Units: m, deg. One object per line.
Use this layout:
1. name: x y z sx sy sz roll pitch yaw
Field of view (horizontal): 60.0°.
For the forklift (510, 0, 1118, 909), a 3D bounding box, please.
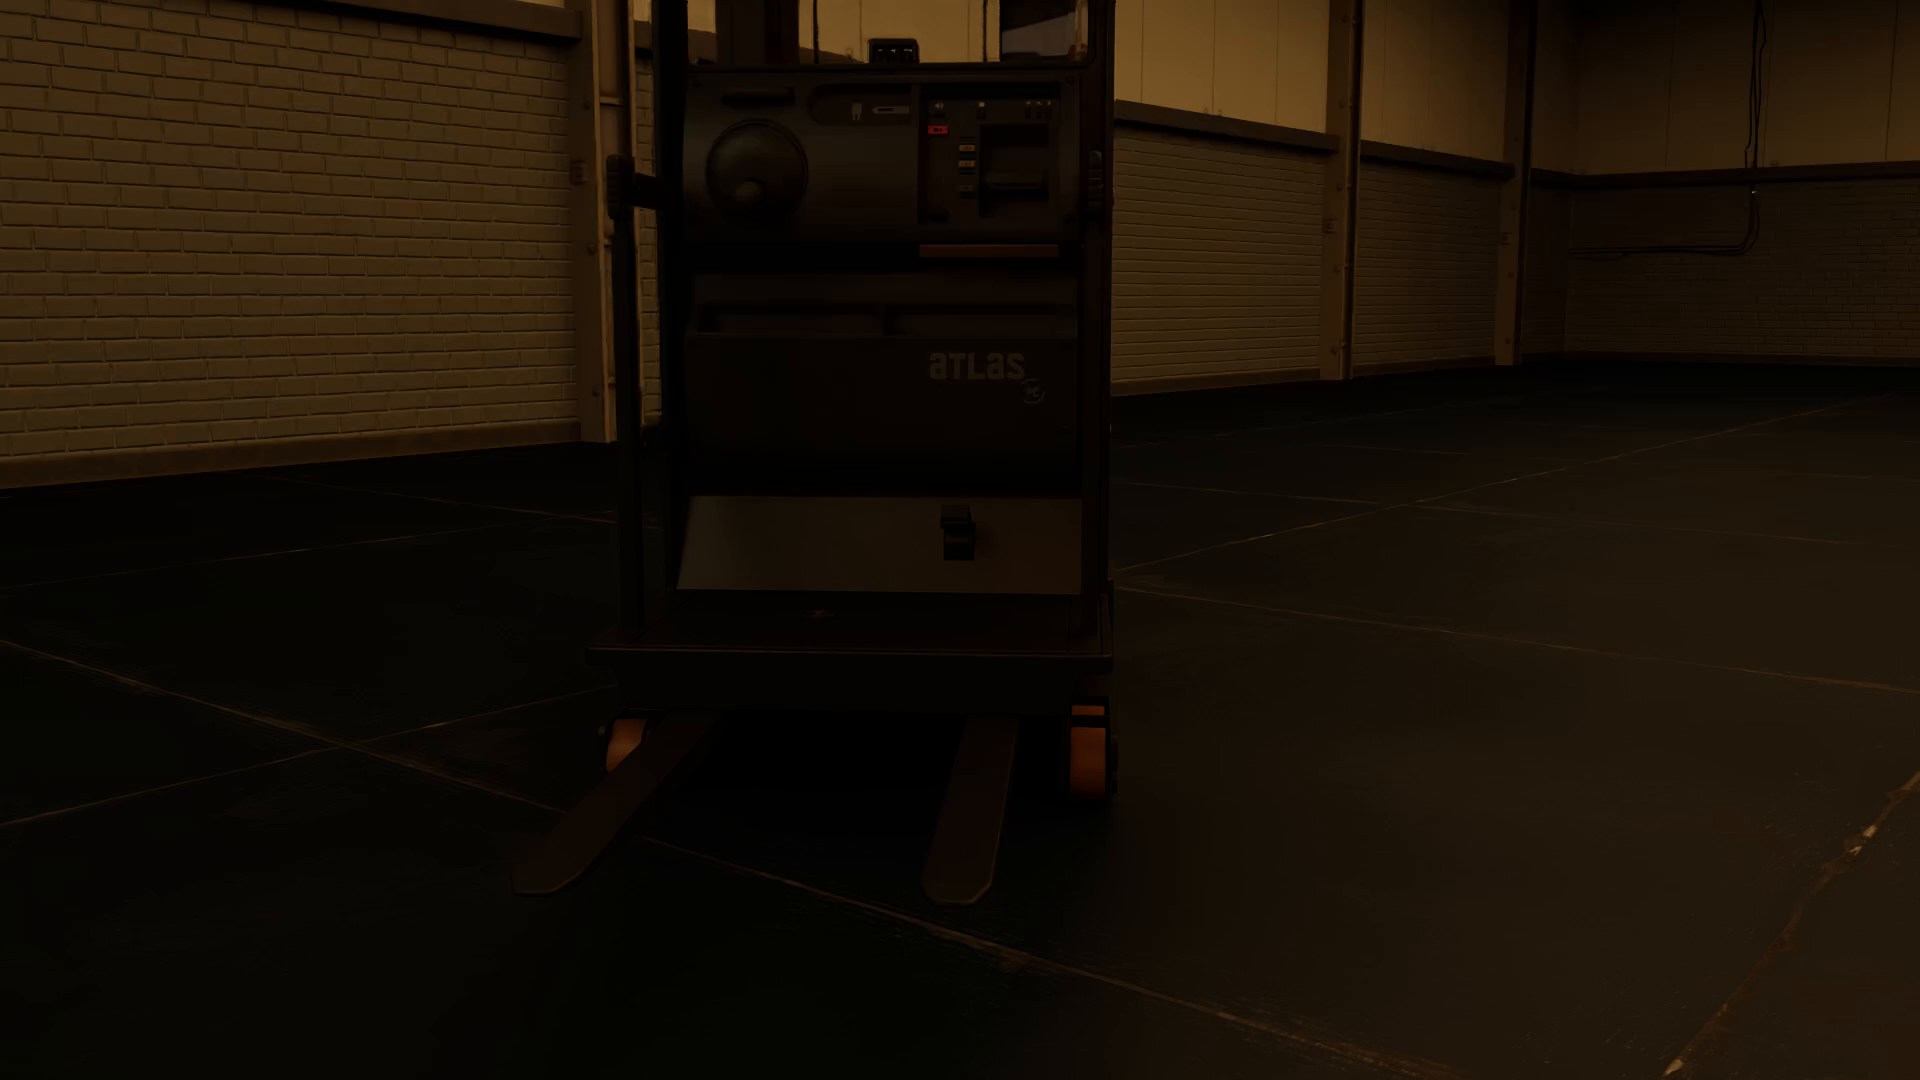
1. forklift: -0.199 -0.937 3.687 1.130 2.935 3.031 1 8 4
